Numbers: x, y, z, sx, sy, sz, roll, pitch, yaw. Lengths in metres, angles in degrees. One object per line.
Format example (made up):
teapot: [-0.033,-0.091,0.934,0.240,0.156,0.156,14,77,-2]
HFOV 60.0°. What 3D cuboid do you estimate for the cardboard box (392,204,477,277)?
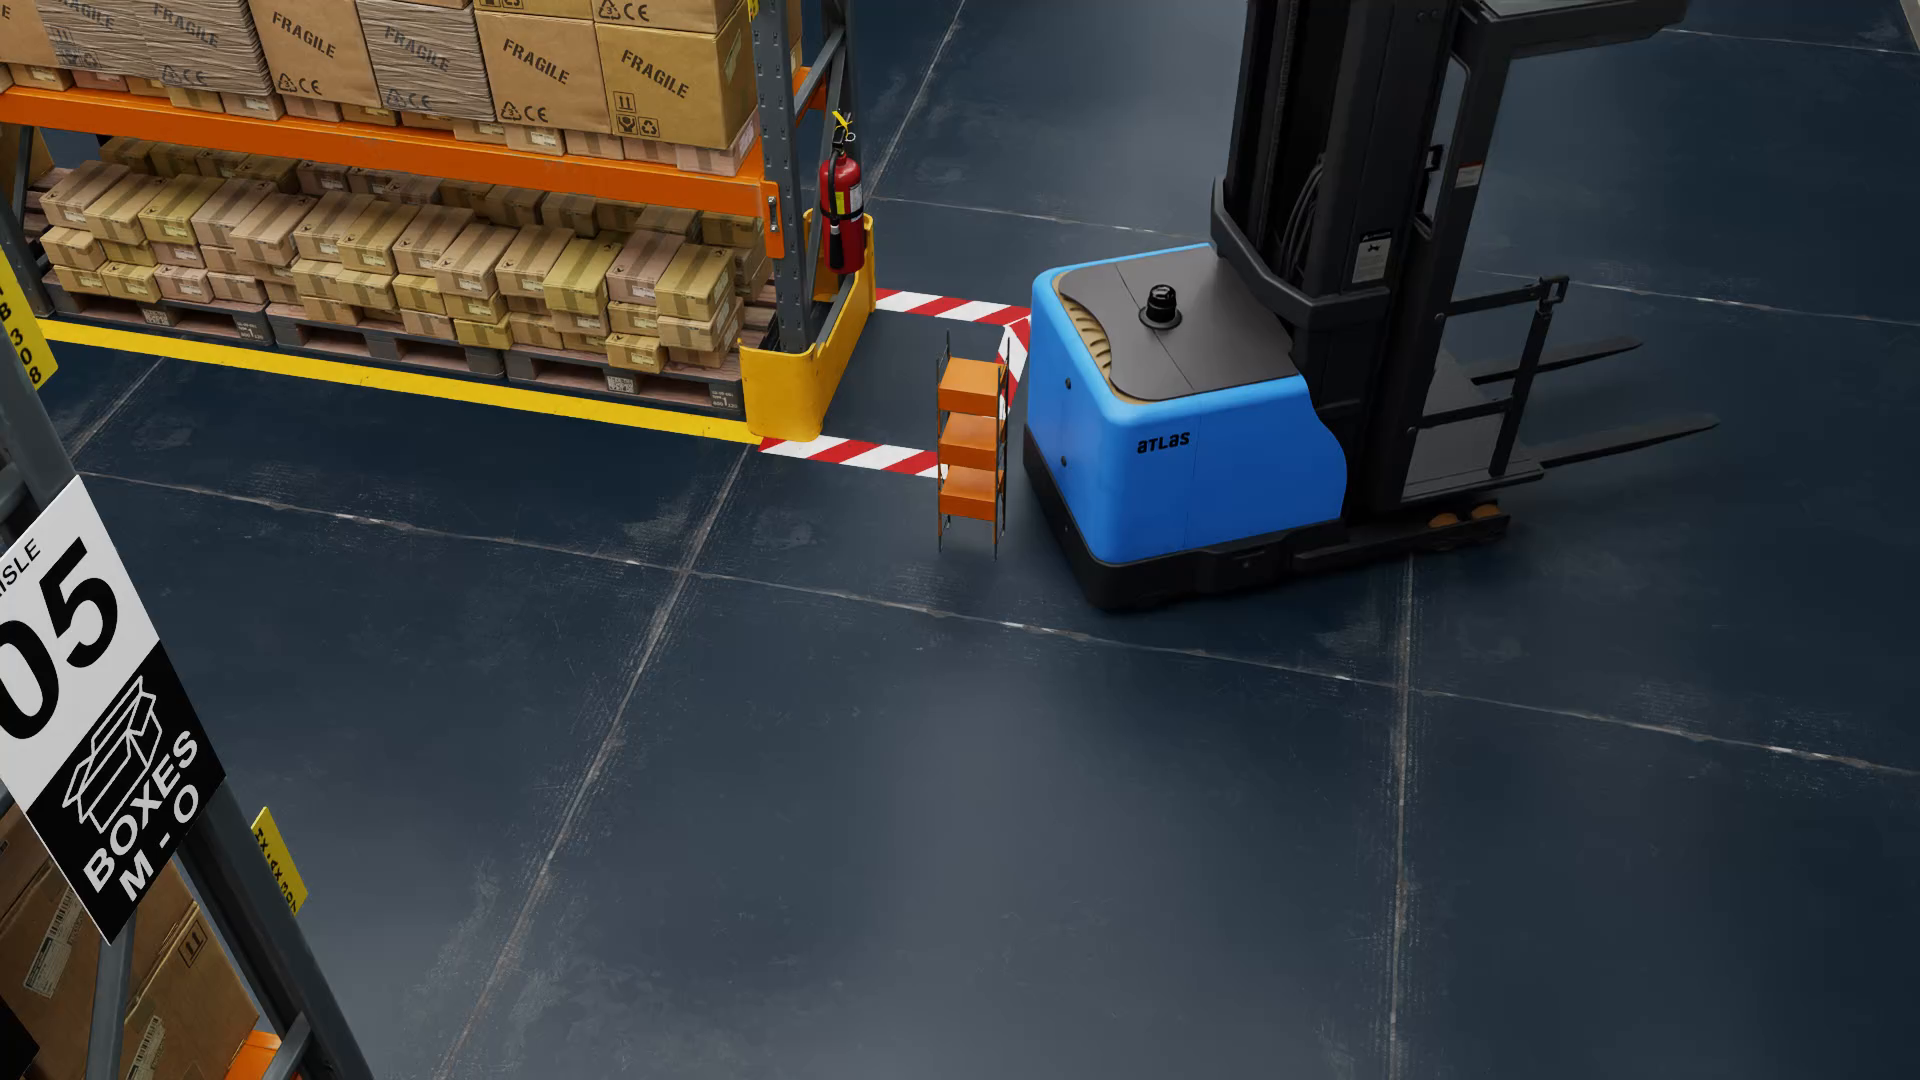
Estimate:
cardboard box: [-2.466,-1.410,7.835,0.250,0.149,0.380,7,44,8]

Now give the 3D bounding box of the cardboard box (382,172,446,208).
cardboard box: [-2.626,-1.739,8.178,0.250,0.149,0.380,9,45,9]

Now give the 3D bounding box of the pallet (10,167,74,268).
pallet: [-5.298,-1.650,8.772,1.213,0.211,1.003,9,45,9]

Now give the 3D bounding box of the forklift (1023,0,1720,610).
forklift: [1.857,-1.351,6.500,3.031,2.935,1.130,-11,45,-12]

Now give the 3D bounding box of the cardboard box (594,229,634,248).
cardboard box: [-1.603,-1.473,8.116,0.250,0.149,0.380,9,45,10]

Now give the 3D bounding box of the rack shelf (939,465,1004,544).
rack shelf: [0.052,-0.162,7.038,0.240,0.259,0.215,9,45,9]

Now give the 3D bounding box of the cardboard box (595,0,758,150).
cardboard box: [-1.129,-1.969,6.806,0.500,0.500,0.500,10,45,10]

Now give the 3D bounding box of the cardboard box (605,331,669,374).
cardboard box: [-1.467,-0.965,7.803,0.250,0.149,0.380,10,45,10]

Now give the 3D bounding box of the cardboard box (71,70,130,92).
cardboard box: [-3.793,-2.189,7.503,0.250,0.149,0.380,7,44,7]

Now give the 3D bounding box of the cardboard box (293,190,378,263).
cardboard box: [-2.960,-1.494,7.923,0.250,0.149,0.380,7,44,7]

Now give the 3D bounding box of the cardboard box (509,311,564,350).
cardboard box: [-1.950,-1.092,7.935,0.250,0.149,0.380,9,45,9]

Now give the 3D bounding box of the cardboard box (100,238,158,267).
cardboard box: [-3.988,-1.520,8.165,0.250,0.149,0.380,9,45,9]

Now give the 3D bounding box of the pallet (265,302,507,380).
pallet: [-2.681,-1.272,8.380,1.213,0.211,1.003,9,45,9]

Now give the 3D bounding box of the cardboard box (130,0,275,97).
cardboard box: [-3.142,-2.265,7.114,0.500,0.500,0.500,8,44,8]

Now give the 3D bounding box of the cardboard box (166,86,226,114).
cardboard box: [-3.297,-2.062,7.370,0.250,0.149,0.380,10,45,10]

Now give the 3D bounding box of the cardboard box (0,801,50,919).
cardboard box: [-1.903,0.562,3.202,0.250,0.149,0.380,10,45,10]

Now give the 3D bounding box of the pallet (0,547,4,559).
pallet: [-2.343,0.279,2.658,1.213,0.211,1.003,9,45,9]

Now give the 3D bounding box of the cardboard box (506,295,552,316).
cardboard box: [-1.959,-1.238,7.872,0.250,0.149,0.380,8,45,9]

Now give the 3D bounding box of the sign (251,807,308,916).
sign: [-1.490,0.718,3.620,0.005,0.325,0.100,9,45,9]

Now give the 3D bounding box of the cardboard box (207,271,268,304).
cardboard box: [-3.481,-1.342,8.194,0.250,0.149,0.380,8,44,8]

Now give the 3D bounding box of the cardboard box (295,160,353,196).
cardboard box: [-3.111,-1.883,8.328,0.250,0.149,0.380,7,44,7]

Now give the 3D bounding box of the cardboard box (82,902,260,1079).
cardboard box: [-2.022,1.130,3.801,0.500,0.500,0.500,9,45,9]

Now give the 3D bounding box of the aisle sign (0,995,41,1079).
aisle sign: [-1.614,0.717,2.427,0.004,0.787,0.394,9,45,9]

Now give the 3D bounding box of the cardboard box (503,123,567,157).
cardboard box: [-1.751,-1.814,7.112,0.250,0.149,0.380,10,45,10]

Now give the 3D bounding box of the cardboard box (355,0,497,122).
cardboard box: [-2.128,-2.121,6.964,0.500,0.500,0.500,9,45,9]

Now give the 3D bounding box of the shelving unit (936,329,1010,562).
shelving unit: [0.052,-0.370,6.838,0.252,1.050,0.215,9,45,9]

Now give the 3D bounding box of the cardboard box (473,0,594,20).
cardboard box: [-1.630,-2.413,6.547,0.500,0.500,0.500,7,44,8]

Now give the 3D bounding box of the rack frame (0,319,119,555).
rack frame: [-1.617,-0.728,1.478,0.127,3.000,1.000,9,45,9]

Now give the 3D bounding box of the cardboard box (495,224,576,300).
cardboard box: [-1.958,-1.292,7.713,0.250,0.149,0.380,7,44,7]

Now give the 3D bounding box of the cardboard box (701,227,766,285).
cardboard box: [-1.090,-1.417,8.057,0.250,0.149,0.380,11,45,11]

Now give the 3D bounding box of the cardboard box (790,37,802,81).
cardboard box: [-0.879,-2.113,7.423,0.250,0.149,0.380,8,45,9]

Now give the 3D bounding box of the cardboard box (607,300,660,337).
cardboard box: [-1.455,-1.126,7.756,0.250,0.149,0.380,8,44,8]

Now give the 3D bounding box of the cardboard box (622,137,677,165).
cardboard box: [-1.249,-1.763,7.060,0.250,0.149,0.380,9,45,9]

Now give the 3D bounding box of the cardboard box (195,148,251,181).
cardboard box: [-3.631,-1.954,8.401,0.250,0.149,0.380,8,45,9]

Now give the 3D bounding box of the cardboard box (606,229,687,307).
cardboard box: [-1.439,-1.256,7.676,0.250,0.149,0.380,10,45,10]

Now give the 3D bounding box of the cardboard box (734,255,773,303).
cardboard box: [-1.076,-1.352,8.205,0.250,0.149,0.380,10,45,10]

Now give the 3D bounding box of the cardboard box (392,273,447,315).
cardboard box: [-2.474,-1.249,7.883,0.250,0.149,0.380,11,45,11]

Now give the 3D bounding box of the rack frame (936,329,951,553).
rack frame: [-0.067,-0.389,6.857,0.008,1.050,0.200,9,45,9]

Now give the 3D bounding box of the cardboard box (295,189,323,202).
cardboard box: [-3.153,-1.746,8.399,0.250,0.149,0.380,10,45,10]

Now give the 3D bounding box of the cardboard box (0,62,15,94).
cardboard box: [-4.333,-2.183,7.496,0.250,0.149,0.380,10,45,11]

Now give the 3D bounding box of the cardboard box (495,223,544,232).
cardboard box: [-2.109,-1.562,8.208,0.250,0.149,0.380,7,44,7]

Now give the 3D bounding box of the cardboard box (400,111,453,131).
cardboard box: [-2.252,-1.955,7.259,0.250,0.149,0.380,7,44,7]

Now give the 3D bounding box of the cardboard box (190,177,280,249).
cardboard box: [-3.474,-1.573,8.005,0.250,0.149,0.380,8,44,8]

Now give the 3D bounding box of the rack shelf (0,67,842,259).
rack shelf: [-2.586,-1.976,7.619,4.000,0.370,1.077,9,45,9]

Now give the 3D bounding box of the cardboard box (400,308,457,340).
cardboard box: [-2.475,-1.143,7.988,0.250,0.149,0.380,10,45,10]

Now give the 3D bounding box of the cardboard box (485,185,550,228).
cardboard box: [-2.113,-1.695,8.132,0.250,0.149,0.380,10,45,11]

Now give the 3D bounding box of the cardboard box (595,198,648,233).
cardboard box: [-1.585,-1.665,8.101,0.250,0.149,0.380,9,45,9]

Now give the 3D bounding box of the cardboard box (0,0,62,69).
cardboard box: [-4.110,-2.436,7.291,0.500,0.500,0.500,8,44,8]

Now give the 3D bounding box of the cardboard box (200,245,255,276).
cardboard box: [-3.479,-1.465,8.107,0.250,0.149,0.380,7,44,7]

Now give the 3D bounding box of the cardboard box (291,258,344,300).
cardboard box: [-2.983,-1.326,7.963,0.250,0.149,0.380,9,45,9]

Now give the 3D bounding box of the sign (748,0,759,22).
sign: [-0.775,-2.091,6.156,0.005,0.325,0.100,9,45,9]

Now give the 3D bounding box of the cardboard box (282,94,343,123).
cardboard box: [-2.765,-2.007,7.314,0.250,0.149,0.380,10,45,11]

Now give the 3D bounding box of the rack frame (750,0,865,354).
rack frame: [-0.634,-1.932,7.055,0.127,3.000,1.000,9,45,9]

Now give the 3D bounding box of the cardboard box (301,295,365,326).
cardboard box: [-2.978,-1.221,8.068,0.250,0.149,0.380,8,44,8]

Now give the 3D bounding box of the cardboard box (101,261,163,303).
cardboard box: [-3.993,-1.349,8.202,0.250,0.149,0.380,10,45,10]

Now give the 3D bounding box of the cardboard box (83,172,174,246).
cardboard box: [-3.991,-1.602,8.036,0.250,0.149,0.380,11,45,11]

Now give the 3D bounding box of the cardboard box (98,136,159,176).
cardboard box: [-4.134,-1.999,8.448,0.250,0.149,0.380,10,45,10]

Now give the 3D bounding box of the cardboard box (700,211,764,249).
cardboard box: [-1.072,-1.580,8.013,0.250,0.149,0.380,7,44,7]
